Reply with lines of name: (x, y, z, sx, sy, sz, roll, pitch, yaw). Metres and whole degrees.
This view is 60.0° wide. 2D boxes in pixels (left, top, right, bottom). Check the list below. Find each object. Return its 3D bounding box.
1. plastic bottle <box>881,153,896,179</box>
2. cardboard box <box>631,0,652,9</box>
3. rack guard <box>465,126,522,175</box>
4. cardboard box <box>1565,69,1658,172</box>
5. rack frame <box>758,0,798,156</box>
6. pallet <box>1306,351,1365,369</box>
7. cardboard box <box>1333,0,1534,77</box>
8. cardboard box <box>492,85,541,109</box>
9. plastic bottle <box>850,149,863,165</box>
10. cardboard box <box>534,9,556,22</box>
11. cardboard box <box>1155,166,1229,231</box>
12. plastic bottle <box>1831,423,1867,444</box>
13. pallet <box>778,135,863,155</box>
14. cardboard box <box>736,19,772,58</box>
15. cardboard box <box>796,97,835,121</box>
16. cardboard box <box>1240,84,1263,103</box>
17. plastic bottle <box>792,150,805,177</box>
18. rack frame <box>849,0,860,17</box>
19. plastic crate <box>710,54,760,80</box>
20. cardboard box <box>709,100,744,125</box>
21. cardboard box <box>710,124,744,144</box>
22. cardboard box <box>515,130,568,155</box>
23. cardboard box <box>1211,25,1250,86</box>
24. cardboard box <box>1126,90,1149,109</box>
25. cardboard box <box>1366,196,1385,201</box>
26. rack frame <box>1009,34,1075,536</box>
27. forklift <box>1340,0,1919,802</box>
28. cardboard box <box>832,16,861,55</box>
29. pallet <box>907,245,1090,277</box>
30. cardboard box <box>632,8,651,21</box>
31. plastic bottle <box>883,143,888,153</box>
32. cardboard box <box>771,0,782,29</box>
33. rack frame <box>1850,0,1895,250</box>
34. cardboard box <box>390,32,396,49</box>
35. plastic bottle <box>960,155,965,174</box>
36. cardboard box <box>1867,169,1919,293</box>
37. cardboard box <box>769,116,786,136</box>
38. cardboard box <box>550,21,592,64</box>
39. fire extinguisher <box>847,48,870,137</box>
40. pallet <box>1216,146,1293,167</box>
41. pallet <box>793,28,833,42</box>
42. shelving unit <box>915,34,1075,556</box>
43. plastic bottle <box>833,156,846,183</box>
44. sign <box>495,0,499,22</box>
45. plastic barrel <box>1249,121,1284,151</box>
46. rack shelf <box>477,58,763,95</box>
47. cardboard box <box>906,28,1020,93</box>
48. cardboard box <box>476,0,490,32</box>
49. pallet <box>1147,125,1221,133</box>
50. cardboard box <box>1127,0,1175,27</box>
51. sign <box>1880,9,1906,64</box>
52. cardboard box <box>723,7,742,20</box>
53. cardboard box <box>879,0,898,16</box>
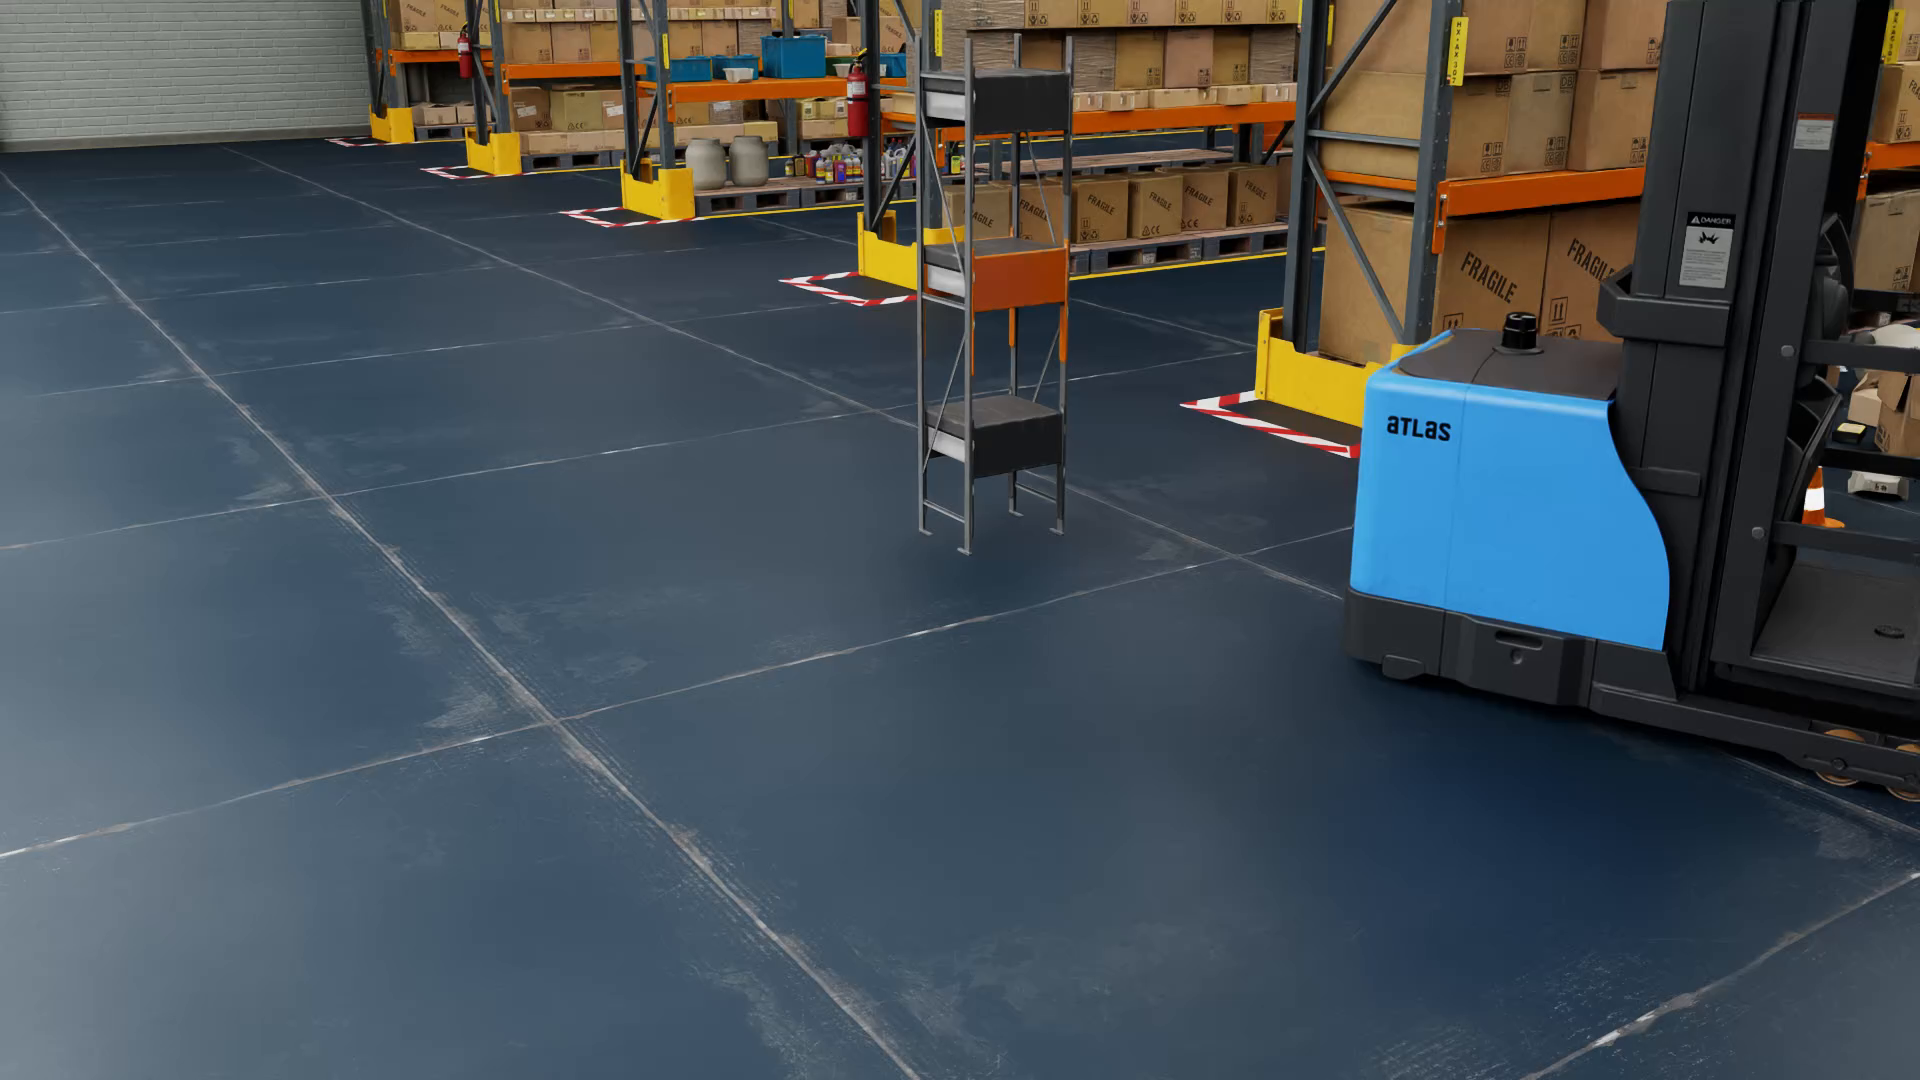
plastic bottle: (-0.791, -4.125, 18.328, 0.135, 0.276, 0.152, -11, 22, -30)
cardboard box: (-4.189, -7.158, 21.552, 0.500, 0.500, 0.700, -12, 22, -31)
rack guard: (-5.925, -4.948, 21.100, 0.348, 0.500, 1.175, -12, 22, -31)
cardboard box: (3.452, -2.458, 9.597, 0.550, 0.550, 0.875, -12, 22, -31)
rack frame: (-2.565, -6.841, 22.797, 0.127, 3.000, 1.000, -12, 22, -31)
pallet: (2.808, -0.982, 9.821, 1.213, 0.211, 1.003, -12, 22, -31)
cardboard box: (2.514, -2.779, 8.862, 0.550, 0.550, 0.875, -12, 22, -31)
cardboard box: (-6.889, -6.799, 25.889, 0.500, 0.500, 0.700, -14, 23, -35)
plastic bottle: (-1.156, -4.259, 18.725, 0.135, 0.276, 0.152, -12, 22, -31)
cardboard box: (-5.240, -6.550, 20.766, 0.250, 0.149, 0.380, -13, 22, -33)
cardboard box: (2.050, -3.043, 14.809, 0.500, 0.500, 0.500, -5, 19, -14)
plastic bottle: (4.739, -0.575, 8.849, 0.133, 0.061, 0.283, 13, 23, 34)
pallet: (-1.971, -5.660, 23.658, 1.213, 0.211, 1.003, -12, 22, -31)
cardboard box: (-2.932, -6.809, 22.544, 0.500, 0.500, 0.700, -13, 22, -33)
cardboard box: (-2.083, -6.009, 23.098, 0.500, 0.311, 0.500, -12, 22, -31)
cardboard box: (2.407, -3.886, 14.447, 0.250, 0.149, 0.380, -12, 22, -31)
plastic bottle: (-1.804, -4.199, 18.535, 0.133, 0.283, 0.061, -11, 22, -30)
rack frame: (-1.952, -8.870, 28.798, 0.127, 3.000, 1.000, -12, 22, -31)
plastic crate: (-2.385, -5.022, 17.647, 0.408, 0.251, 0.499, -12, 22, -31)
cardboard box: (-3.256, -5.868, 22.384, 0.500, 0.500, 0.500, -12, 22, -31)
cardboard box: (-3.255, -5.512, 22.502, 0.500, 0.250, 0.500, -12, 22, -31)
cardboard box: (-5.335, -5.068, 21.189, 0.500, 0.250, 0.500, -12, 22, -31)
cardboard box: (2.034, -4.238, 14.475, 0.500, 0.500, 0.875, -12, 22, -31)
cardboard box: (1.351, -3.671, 13.813, 0.250, 0.149, 0.380, -12, 22, -31)
cardboard box: (3.814, -3.396, 15.823, 0.500, 0.500, 0.700, -12, 22, -32)
rack frame: (0.342, -1.067, 7.122, 0.015, 2.100, 0.400, -12, 22, -31)
forklift: (2.866, -0.804, 5.048, 3.031, 2.935, 1.130, 11, 22, 30)
cardboard box: (-1.474, -7.112, 23.442, 0.500, 0.500, 0.500, -10, 21, -28)
pallet: (0.301, -2.312, 13.754, 1.213, 0.211, 1.003, -12, 22, -31)
cardboard box: (-4.175, -6.773, 21.427, 0.250, 0.149, 0.380, -12, 22, -31)
plastic bottle: (-0.904, -4.405, 19.039, 0.185, 0.351, 0.144, -13, 23, -34)
cardboard box: (-3.367, -8.815, 27.792, 0.500, 0.500, 0.700, -12, 22, -31)
rack frame: (5.524, -2.846, 10.980, 0.127, 3.000, 1.000, -12, 22, -31)
cardboard box: (-8.349, -7.533, 25.048, 0.500, 0.250, 0.500, -12, 22, -31)
plastic bottle: (0.025, -4.251, 18.818, 0.097, 0.201, 0.097, 0, 19, 0)
cardboard box: (6.801, -2.282, 12.167, 0.750, 0.750, 1.050, -12, 22, -31)
cardboard box: (-2.378, -5.888, 23.615, 0.500, 0.250, 0.500, -12, 22, -32)
cardboard box: (-5.073, -6.356, 21.207, 0.500, 0.500, 0.700, -11, 22, -30)
fire extinguisher: (-0.809, -3.553, 13.190, 0.183, 0.674, 0.296, -12, 22, -31)
pallet: (4.133, -5.049, 21.850, 1.213, 0.211, 1.003, -12, 22, -31)
pallet: (-2.488, -8.625, 28.373, 1.003, 0.211, 1.213, -12, 22, -31)
shelving unit: (0.138, -1.024, 6.995, 0.503, 2.100, 0.431, -12, 22, -31)
plastic bottle: (-1.300, -4.004, 17.958, 0.133, 0.283, 0.061, -11, 22, -31)
sign: (-5.605, -6.435, 20.119, 0.005, 0.325, 0.100, -12, 22, -31)
plastic barrel: (3.896, -5.482, 21.508, 0.708, 0.830, 0.600, -12, 22, -31)
rack shelf: (-4.235, -6.148, 21.870, 4.000, 0.370, 1.077, -12, 22, -31)
cardboard box: (0.014, -3.764, 13.074, 0.500, 0.500, 0.875, -12, 22, -31)
cardboard box: (-7.216, -7.932, 25.055, 0.500, 0.500, 0.500, -13, 22, -33)
pallet: (3.458, -6.776, 26.958, 1.213, 0.211, 1.003, -12, 22, -31)
cardboard box: (1.401, -4.436, 13.502, 0.500, 0.500, 0.500, -12, 22, -31)
sign: (5.830, -3.146, 10.390, 0.005, 0.325, 0.100, -12, 22, -31)
cardboard box: (-3.099, -7.001, 22.100, 0.250, 0.149, 0.380, -13, 22, -33)
cardboard box: (-1.405, -9.085, 28.782, 0.500, 0.500, 0.500, -11, 22, -30)
